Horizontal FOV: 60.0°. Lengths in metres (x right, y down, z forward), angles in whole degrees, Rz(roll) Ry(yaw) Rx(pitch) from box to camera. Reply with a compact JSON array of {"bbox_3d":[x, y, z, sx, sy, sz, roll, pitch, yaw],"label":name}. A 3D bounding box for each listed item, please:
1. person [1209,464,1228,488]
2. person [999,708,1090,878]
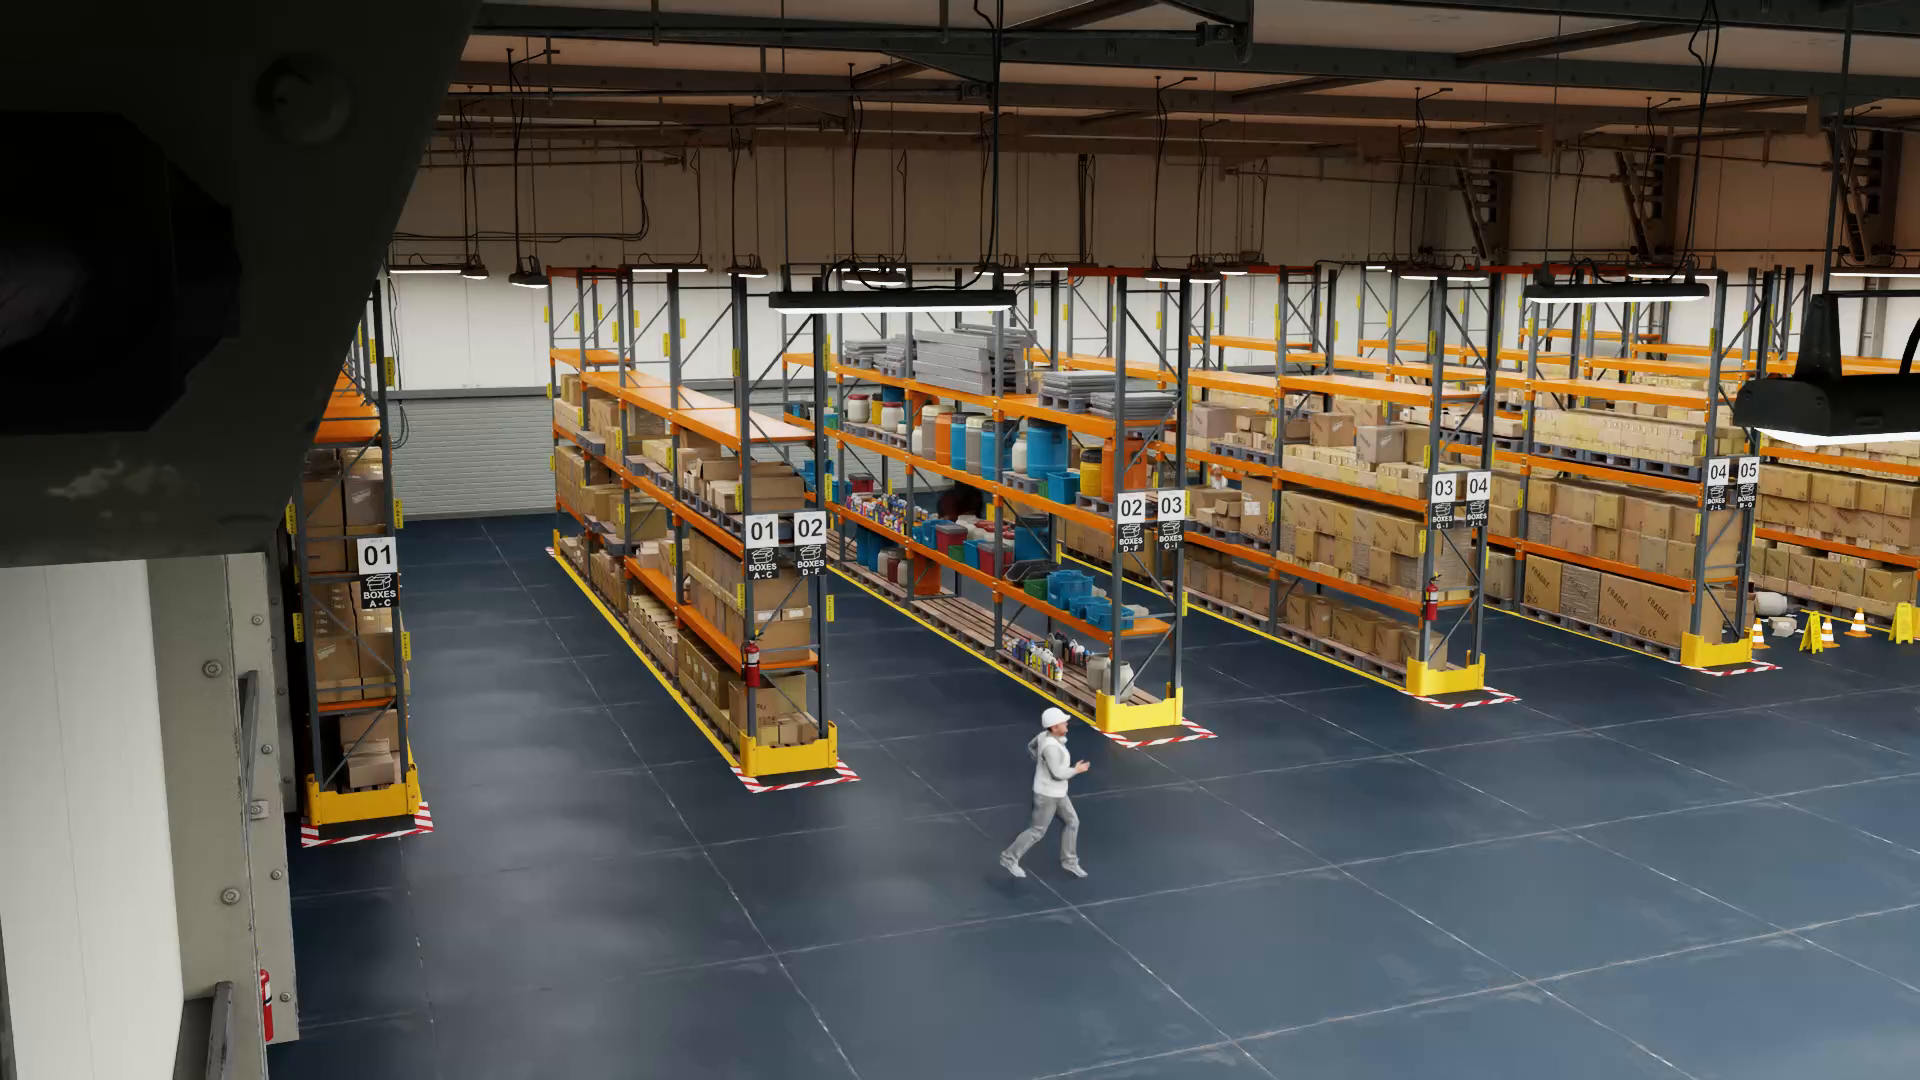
[{"bbox_3d":[5.594,-0.815,36.295,0.655,1.738,0.623,-4,11,-21],"label":"person"},{"bbox_3d":[0.856,2.571,16.819,0.908,1.820,0.663,1,10,3],"label":"person"}]
